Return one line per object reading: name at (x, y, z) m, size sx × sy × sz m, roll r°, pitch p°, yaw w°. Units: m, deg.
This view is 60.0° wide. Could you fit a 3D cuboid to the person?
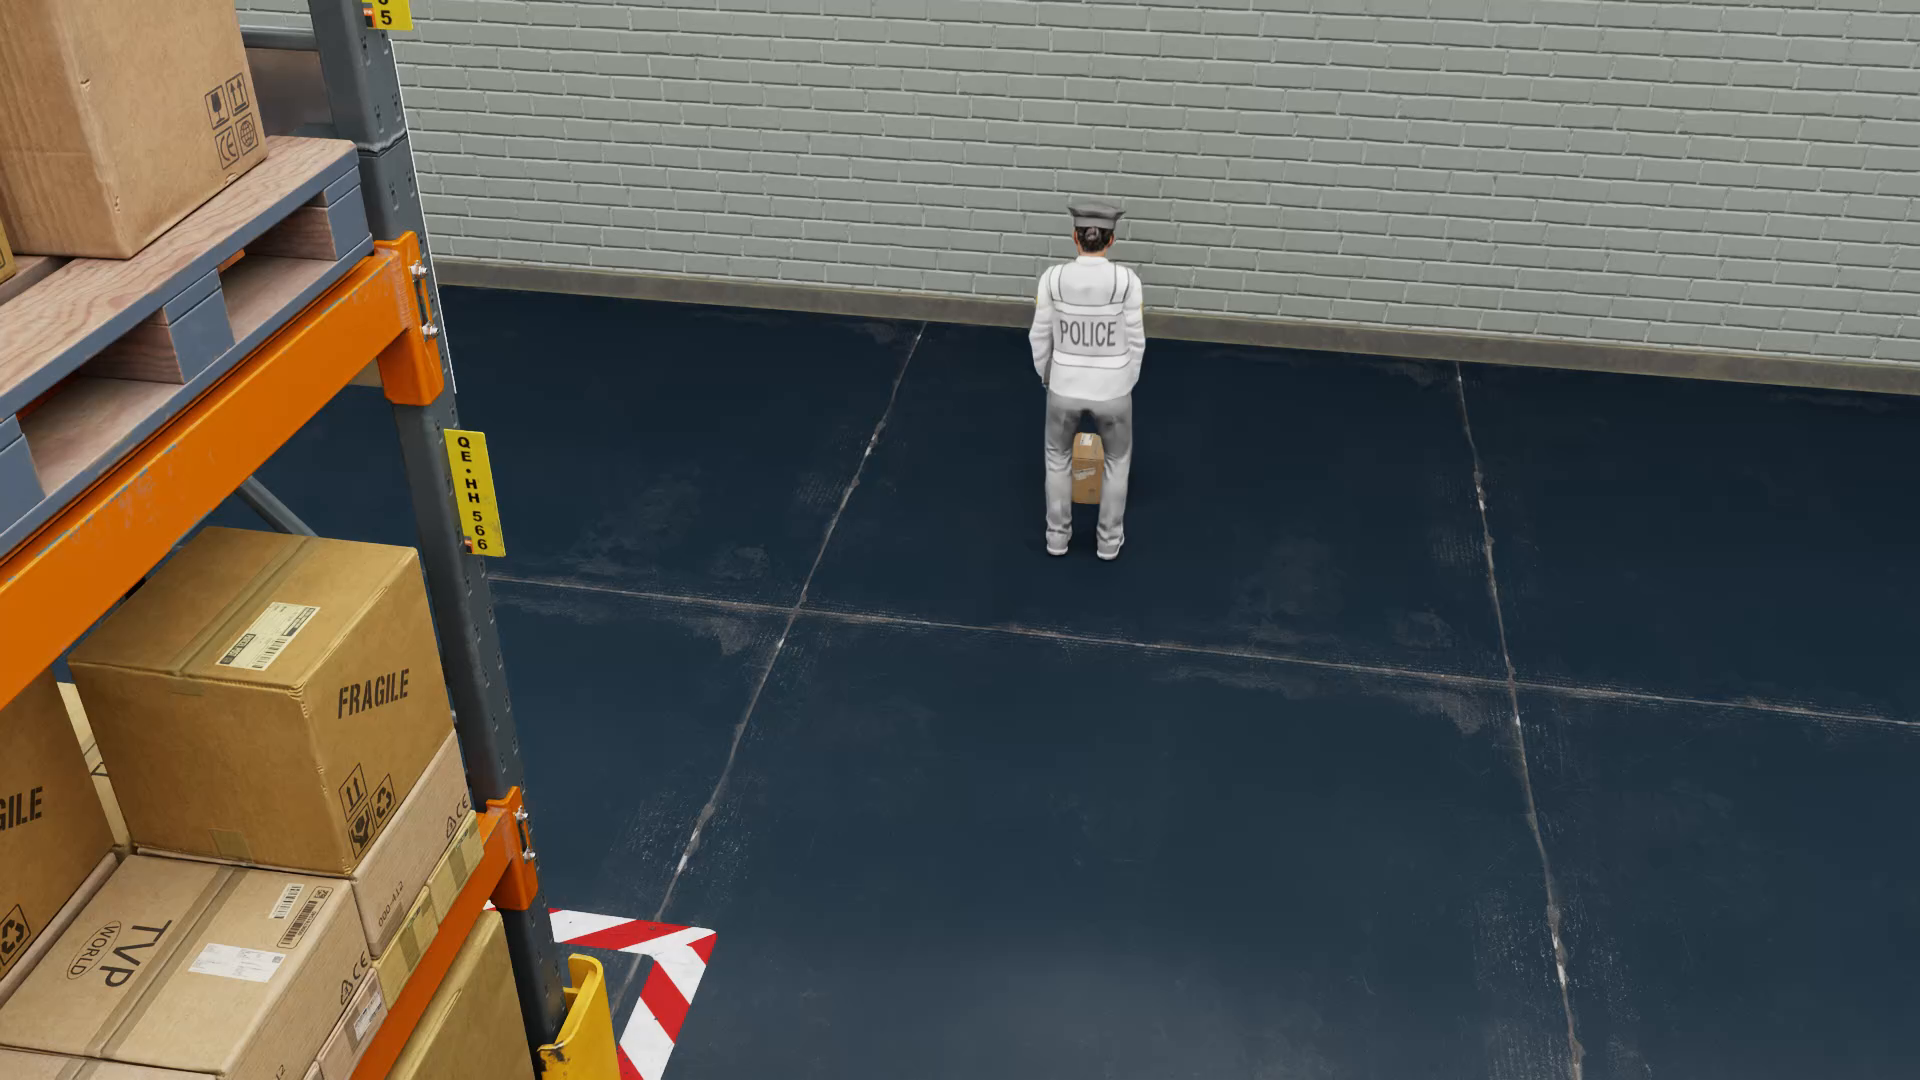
person at (0.546, -0.672, 7.236) m, size 0.500 × 1.626 × 0.447 m, roll 6°, pitch 33°, yaw 9°
